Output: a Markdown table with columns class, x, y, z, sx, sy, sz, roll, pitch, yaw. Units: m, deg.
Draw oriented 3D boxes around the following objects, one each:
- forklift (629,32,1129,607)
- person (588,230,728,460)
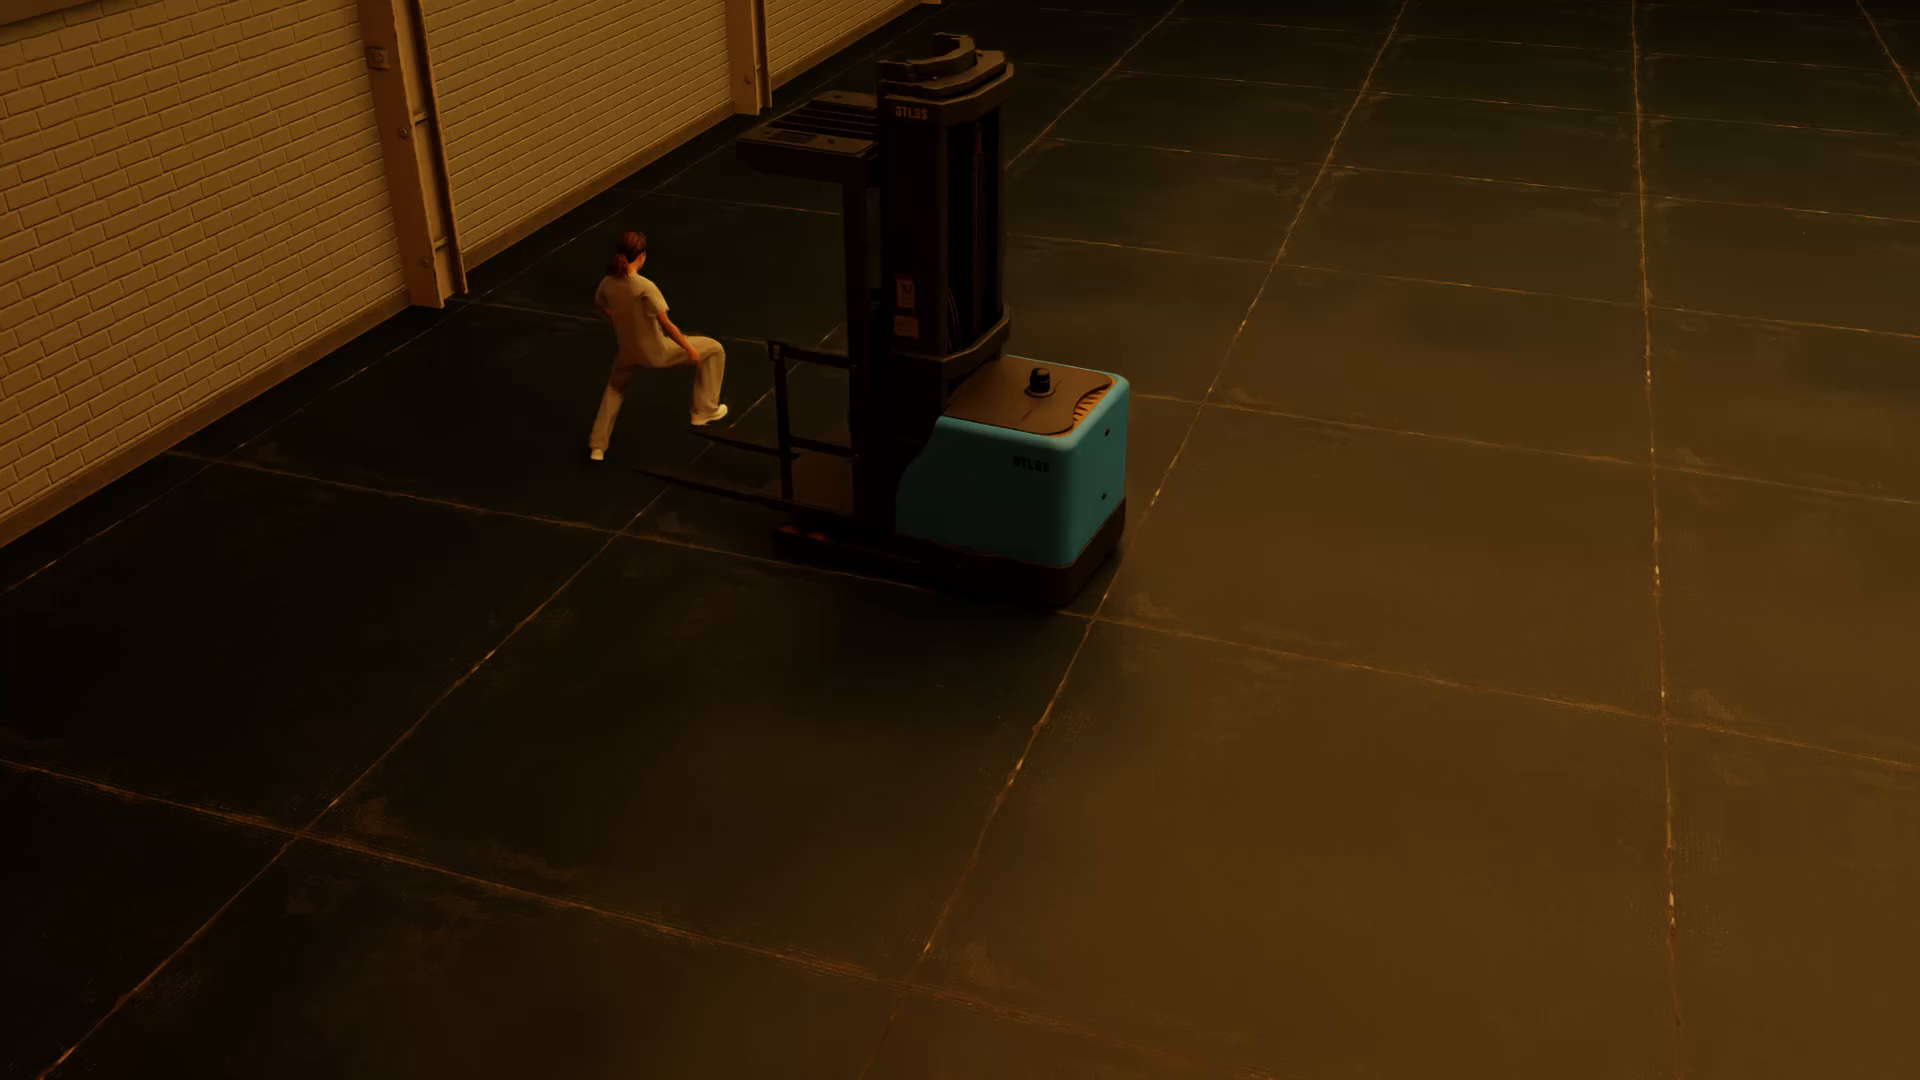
| class | x | y | z | sx | sy | sz | roll | pitch | yaw |
| --- | --- | --- | --- | --- | --- | --- | --- | --- | --- |
| forklift | -0.570 | -1.377 | 9.552 | 3.031 | 2.935 | 1.130 | 13 | 32 | 21 |
| person | -2.063 | -1.268 | 10.812 | 0.879 | 1.548 | 0.752 | 17 | 34 | 27 |
